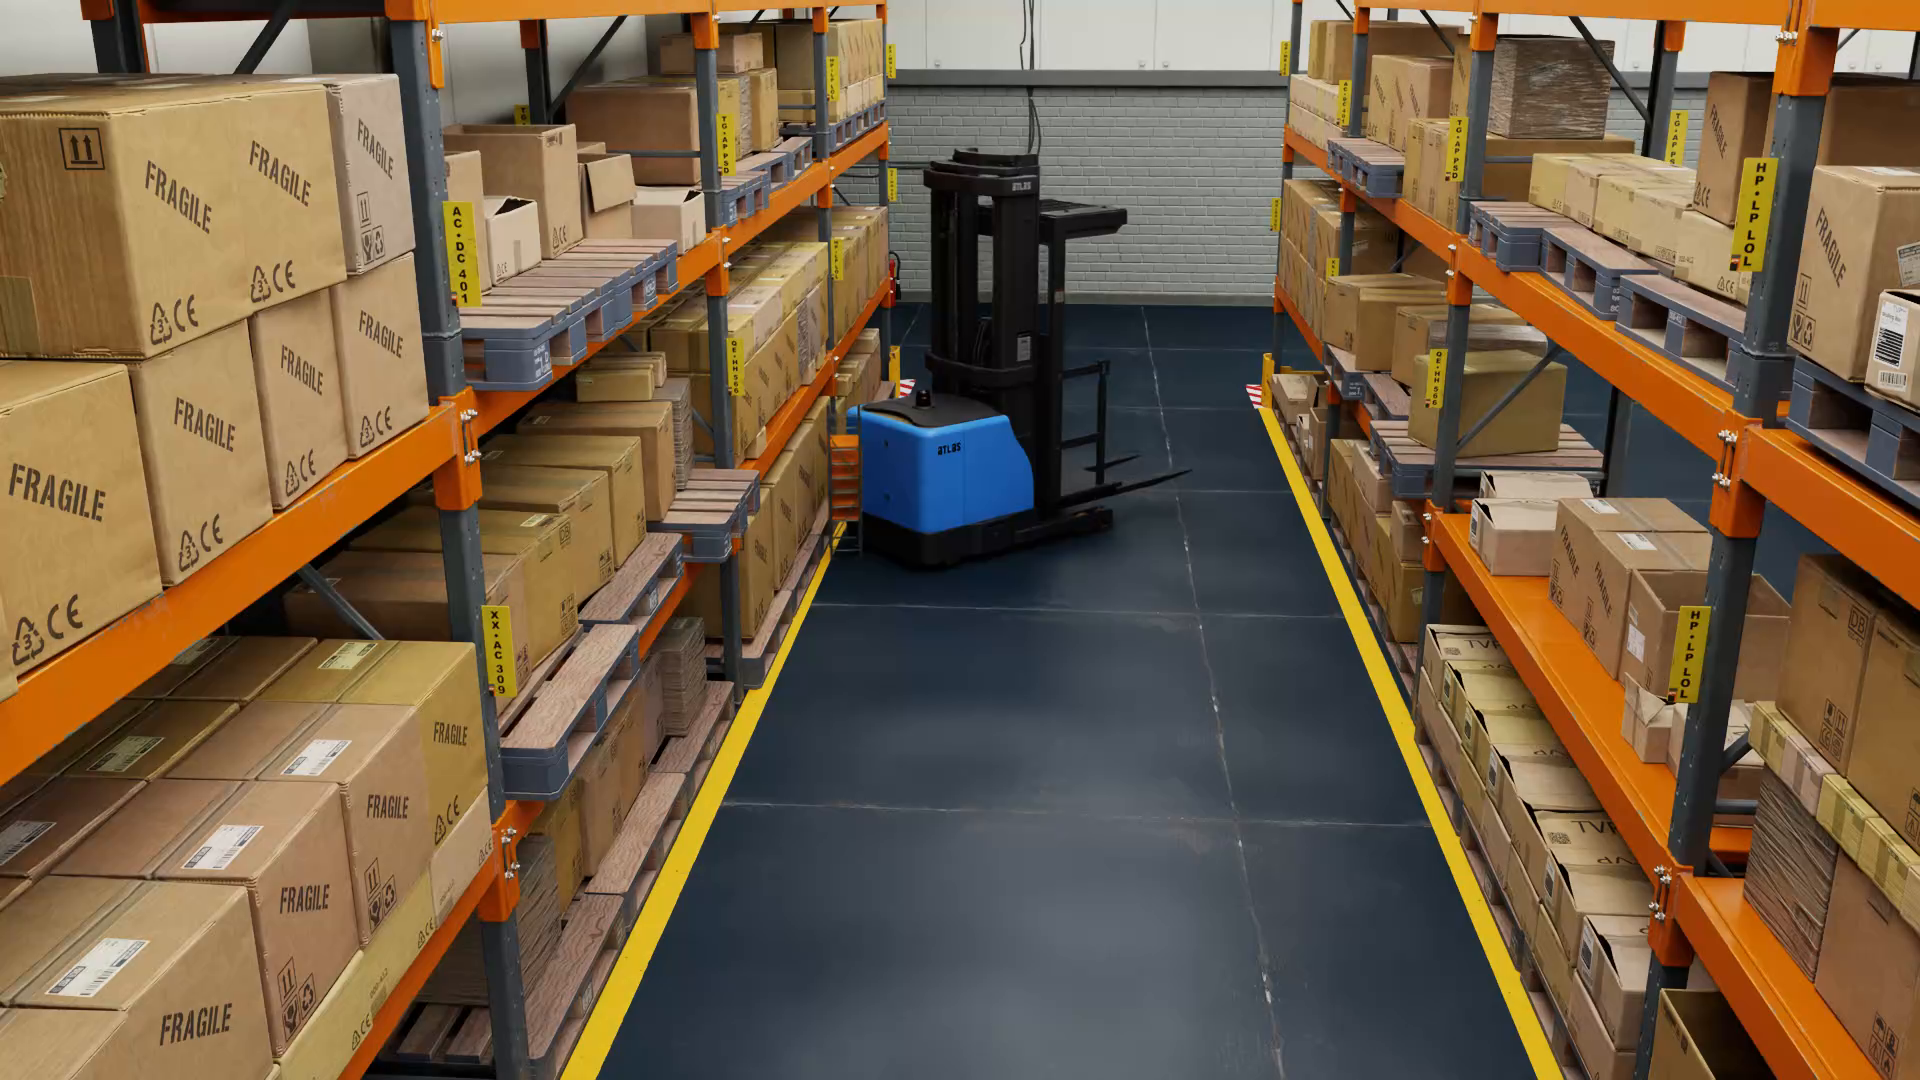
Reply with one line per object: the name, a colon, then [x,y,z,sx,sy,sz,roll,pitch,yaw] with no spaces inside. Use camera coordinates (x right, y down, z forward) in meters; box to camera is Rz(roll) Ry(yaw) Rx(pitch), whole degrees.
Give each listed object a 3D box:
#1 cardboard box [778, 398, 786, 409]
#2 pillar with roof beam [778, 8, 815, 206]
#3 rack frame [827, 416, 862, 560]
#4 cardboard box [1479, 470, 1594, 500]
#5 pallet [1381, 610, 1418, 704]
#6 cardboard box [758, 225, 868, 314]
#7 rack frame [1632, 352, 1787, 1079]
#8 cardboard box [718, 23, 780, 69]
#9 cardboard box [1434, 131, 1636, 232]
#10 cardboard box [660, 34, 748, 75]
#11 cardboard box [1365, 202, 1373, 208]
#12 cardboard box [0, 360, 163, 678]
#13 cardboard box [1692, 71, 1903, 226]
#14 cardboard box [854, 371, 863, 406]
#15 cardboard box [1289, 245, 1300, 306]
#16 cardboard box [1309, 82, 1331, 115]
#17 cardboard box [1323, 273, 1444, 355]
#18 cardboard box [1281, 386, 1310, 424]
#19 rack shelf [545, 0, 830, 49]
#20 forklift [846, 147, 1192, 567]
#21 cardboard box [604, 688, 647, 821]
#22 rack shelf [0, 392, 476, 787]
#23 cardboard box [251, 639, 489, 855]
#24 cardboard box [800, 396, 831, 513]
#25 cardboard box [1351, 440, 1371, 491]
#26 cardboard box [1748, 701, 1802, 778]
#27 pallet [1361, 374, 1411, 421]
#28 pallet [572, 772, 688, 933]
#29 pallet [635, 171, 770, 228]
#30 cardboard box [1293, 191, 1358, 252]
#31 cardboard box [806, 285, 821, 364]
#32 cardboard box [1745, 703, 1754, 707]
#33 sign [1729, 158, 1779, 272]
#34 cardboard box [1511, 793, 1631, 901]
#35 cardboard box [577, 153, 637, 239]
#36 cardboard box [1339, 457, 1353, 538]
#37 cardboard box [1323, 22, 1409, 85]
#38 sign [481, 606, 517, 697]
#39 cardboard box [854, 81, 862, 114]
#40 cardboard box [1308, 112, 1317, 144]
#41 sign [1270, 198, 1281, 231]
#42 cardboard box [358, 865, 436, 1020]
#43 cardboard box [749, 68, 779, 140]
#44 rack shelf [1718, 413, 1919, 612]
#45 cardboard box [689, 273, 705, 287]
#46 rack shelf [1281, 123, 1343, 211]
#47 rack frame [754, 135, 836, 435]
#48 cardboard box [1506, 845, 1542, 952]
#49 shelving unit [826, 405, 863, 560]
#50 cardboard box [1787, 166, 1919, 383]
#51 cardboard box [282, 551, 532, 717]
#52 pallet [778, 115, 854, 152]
cardboard box: [-1.423,-1.011,11.564,0.380,0.149,0.250,2,18,6]
pillar with roof beam: [2.396,-6.563,18.502,9.100,9.000,0.400,1,18,4]
rack frame: [-0.839,-0.365,12.160,0.240,1.200,0.006,-2,32,-6]
cardboard box: [3.069,-0.202,8.867,0.500,0.311,0.500,2,18,7]
pallet: [3.230,0.737,10.334,1.003,0.211,1.213,1,18,4]
cardboard box: [-1.360,-2.472,15.168,0.980,0.700,0.700,0,18,1]
rack frame: [2.852,0.886,5.403,1.000,3.000,0.127,1,18,4]
cardboard box: [-1.698,-3.888,13.356,0.500,0.500,0.500,1,18,3]
cardboard box: [3.137,-1.966,9.128,0.910,0.500,0.500,1,18,4]
cardboard box: [-1.734,-3.305,11.303,0.500,0.250,0.500,1,18,2]
cardboard box: [3.850,-2.742,14.708,0.500,0.500,0.500,2,18,6]
cardboard box: [-1.978,-0.056,3.268,0.500,0.500,0.500,2,18,7]
cardboard box: [2.953,-1.393,5.901,0.500,0.500,0.500,3,18,9]
cardboard box: [-1.281,-1.265,15.308,0.700,0.500,0.500,2,18,5]
cardboard box: [3.347,-2.441,15.394,0.500,0.500,0.500,1,18,4]
cardboard box: [3.304,-3.814,14.365,0.500,0.250,0.500,1,18,4]
cardboard box: [3.169,-1.704,12.471,0.700,0.500,0.500,-5,19,-15]
cardboard box: [3.319,-1.271,15.693,0.500,0.250,0.500,1,18,4]
rack shelf: [-1.659,-3.406,10.664,1.077,0.370,4.000,1,18,4]
forklift: [0.582,-1.555,12.962,3.031,2.935,1.130,-15,23,-38]
cardboard box: [-1.962,1.050,8.210,0.700,0.500,0.500,1,18,4]
rack shelf: [-2.232,0.314,3.486,1.077,0.370,4.000,1,18,4]
cardboard box: [-1.814,0.635,5.171,0.500,0.500,0.500,1,18,4]
cardboard box: [-1.432,-0.682,12.964,0.750,0.750,0.750,1,18,5]
cardboard box: [3.076,-0.521,11.800,0.500,0.250,0.500,1,18,4]
cardboard box: [2.640,0.609,5.045,0.380,0.149,0.250,1,18,4]
pallet: [3.274,-0.870,11.068,1.003,0.211,1.213,1,18,4]
pallet: [-1.950,1.479,8.069,1.003,0.211,1.213,1,18,4]
pallet: [-1.809,-2.003,9.705,1.213,0.211,1.003,2,18,6]
cardboard box: [3.347,-2.914,15.233,0.500,0.500,0.500,2,18,5]
cardboard box: [-1.324,-1.599,12.316,0.500,0.500,0.500,1,18,4]
cardboard box: [3.120,0.734,6.268,0.380,0.149,0.250,1,18,4]
sign: [2.310,-0.944,4.834,0.100,0.325,0.005,1,18,4]
cardboard box: [2.664,1.277,7.048,0.500,0.311,0.500,1,18,4]
cardboard box: [-1.988,-1.550,7.820,0.797,0.503,0.637,4,19,12]
cardboard box: [3.121,-0.310,12.358,0.500,0.500,0.500,2,18,5]
cardboard box: [3.514,-4.165,14.234,0.700,0.500,0.500,1,18,4]
sign: [-1.547,0.374,5.573,0.100,0.325,0.005,1,18,4]
cardboard box: [-1.123,-3.836,14.401,0.500,0.250,0.500,1,18,2]
cardboard box: [3.310,-3.576,14.443,0.500,0.250,0.500,1,18,4]
sign: [3.171,-3.265,16.679,0.100,0.325,0.005,1,18,4]
cardboard box: [-1.865,1.146,4.816,0.500,0.250,0.500,1,18,4]
cardboard box: [-1.688,-3.120,11.942,0.700,0.500,0.500,0,18,1]
rack shelf: [2.709,0.423,3.152,1.077,0.370,4.000,1,18,4]
cardboard box: [-1.912,-1.646,11.254,0.500,0.250,0.500,1,18,3]
rack shelf: [3.569,-3.304,14.527,1.077,0.370,4.000,1,18,4]
rack frame: [-1.516,-1.708,13.320,1.000,3.000,0.127,1,18,4]
cardboard box: [2.667,1.541,7.143,0.500,0.250,0.500,2,18,5]
shelving unit: [-0.848,-0.413,12.238,0.258,1.200,0.189,-2,32,-6]
cardboard box: [2.553,-0.703,4.374,0.500,0.500,0.500,3,18,8]
cardboard box: [-2.019,0.362,6.133,0.700,0.500,0.500,1,18,4]
pallet: [-1.446,-3.346,13.641,1.003,0.211,1.213,1,18,4]
